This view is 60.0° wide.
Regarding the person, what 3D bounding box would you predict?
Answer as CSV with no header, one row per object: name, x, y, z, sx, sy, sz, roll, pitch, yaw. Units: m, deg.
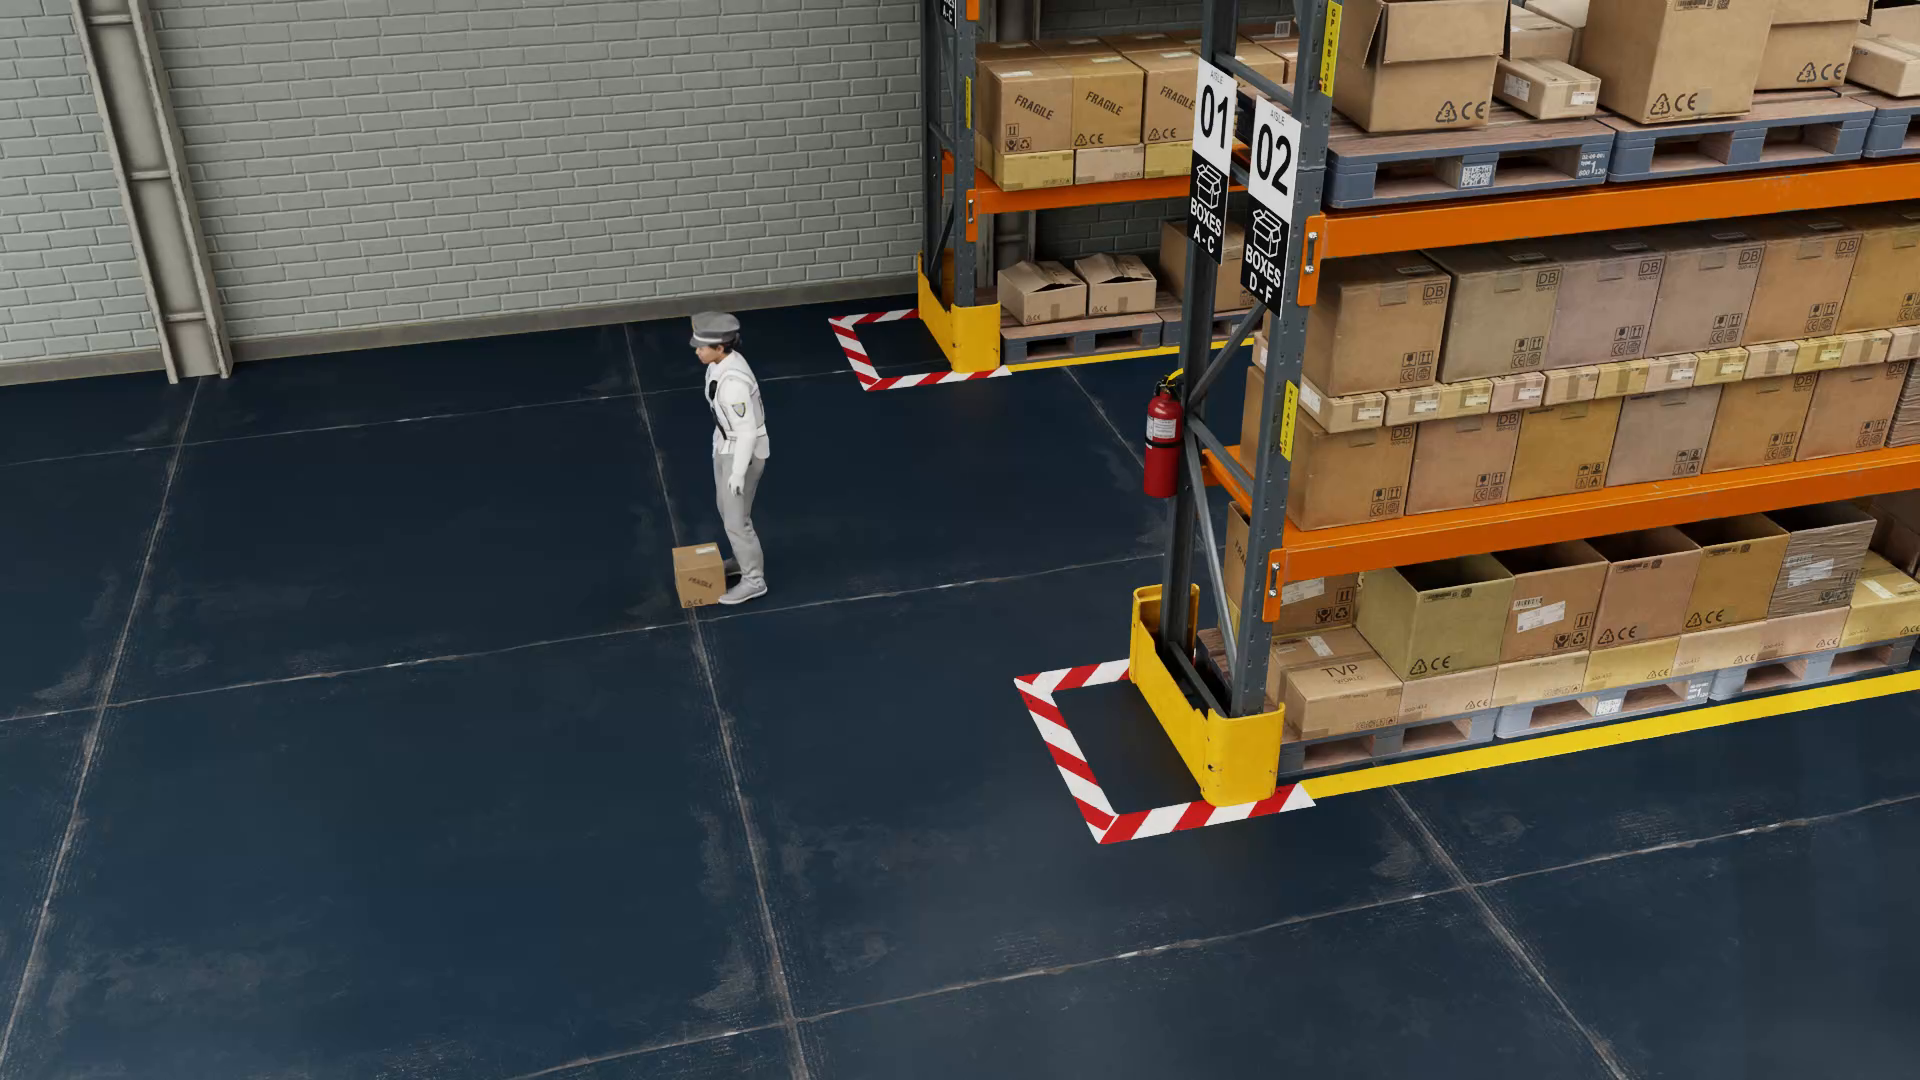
person,-1.222,-0.448,8.993,0.371,1.662,0.522,-9,32,-15
